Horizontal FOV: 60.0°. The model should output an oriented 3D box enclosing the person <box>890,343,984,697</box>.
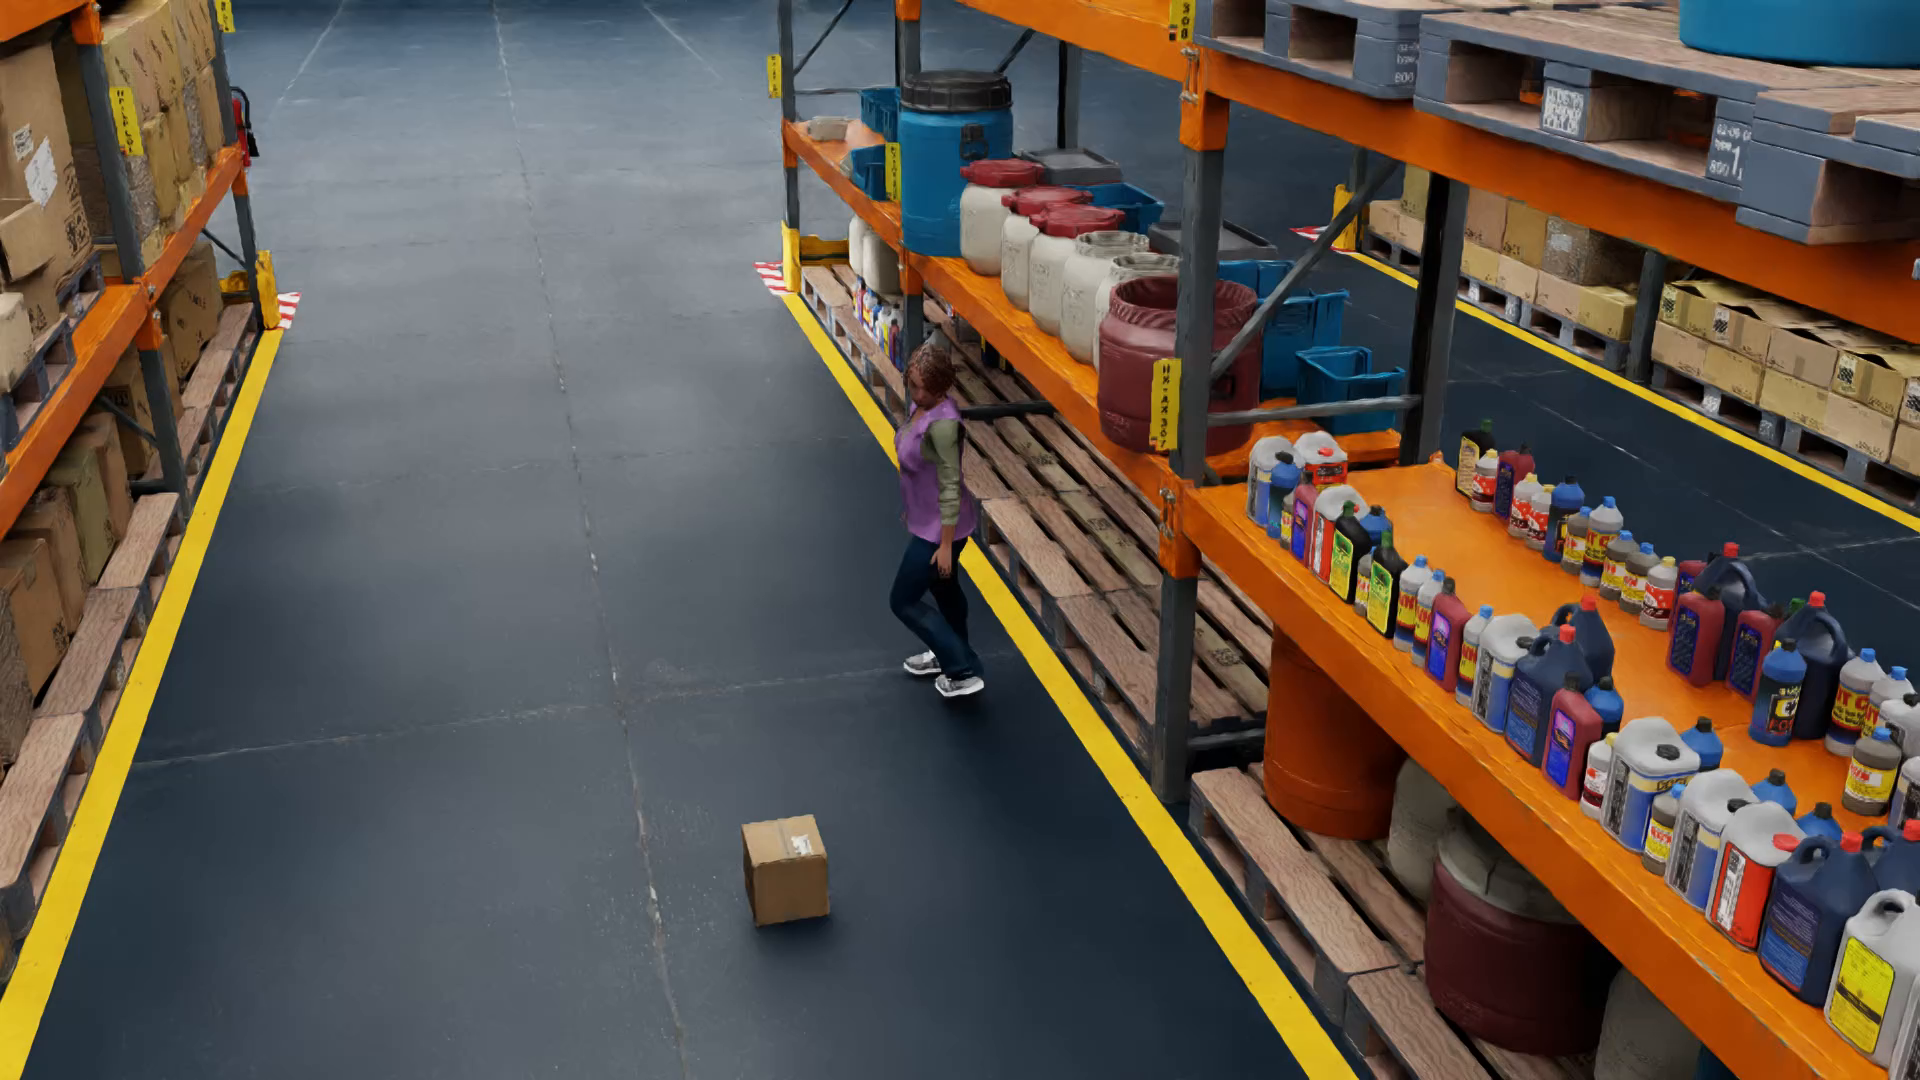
[{"bbox_3d":[-0.093,-0.065,6.769,0.389,1.556,0.522,0,23,0],"label":"person"}]
